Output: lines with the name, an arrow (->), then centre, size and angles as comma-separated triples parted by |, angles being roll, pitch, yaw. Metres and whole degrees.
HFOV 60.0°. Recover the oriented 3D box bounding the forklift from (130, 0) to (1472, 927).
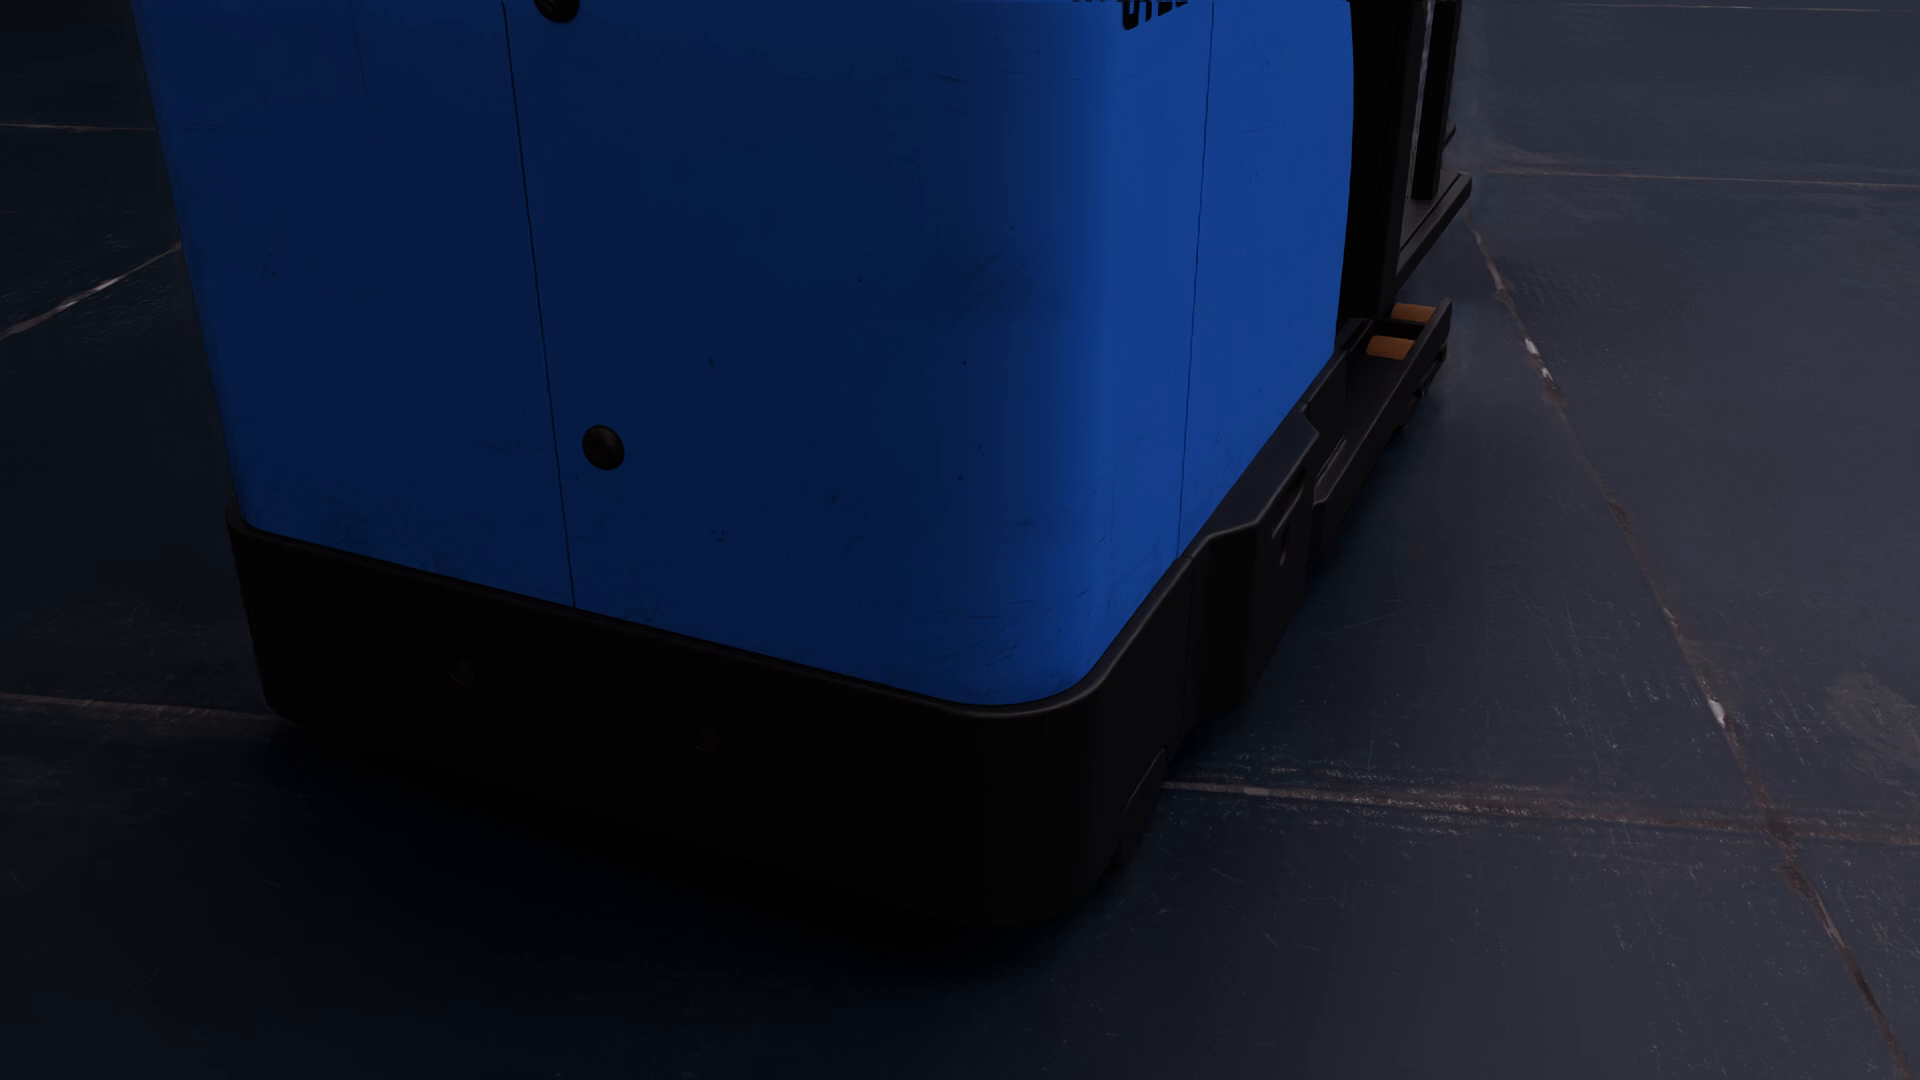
forklift -> 0.248, -1.571, 2.367 | 1.130, 2.935, 3.031 | 12, 29, 22
